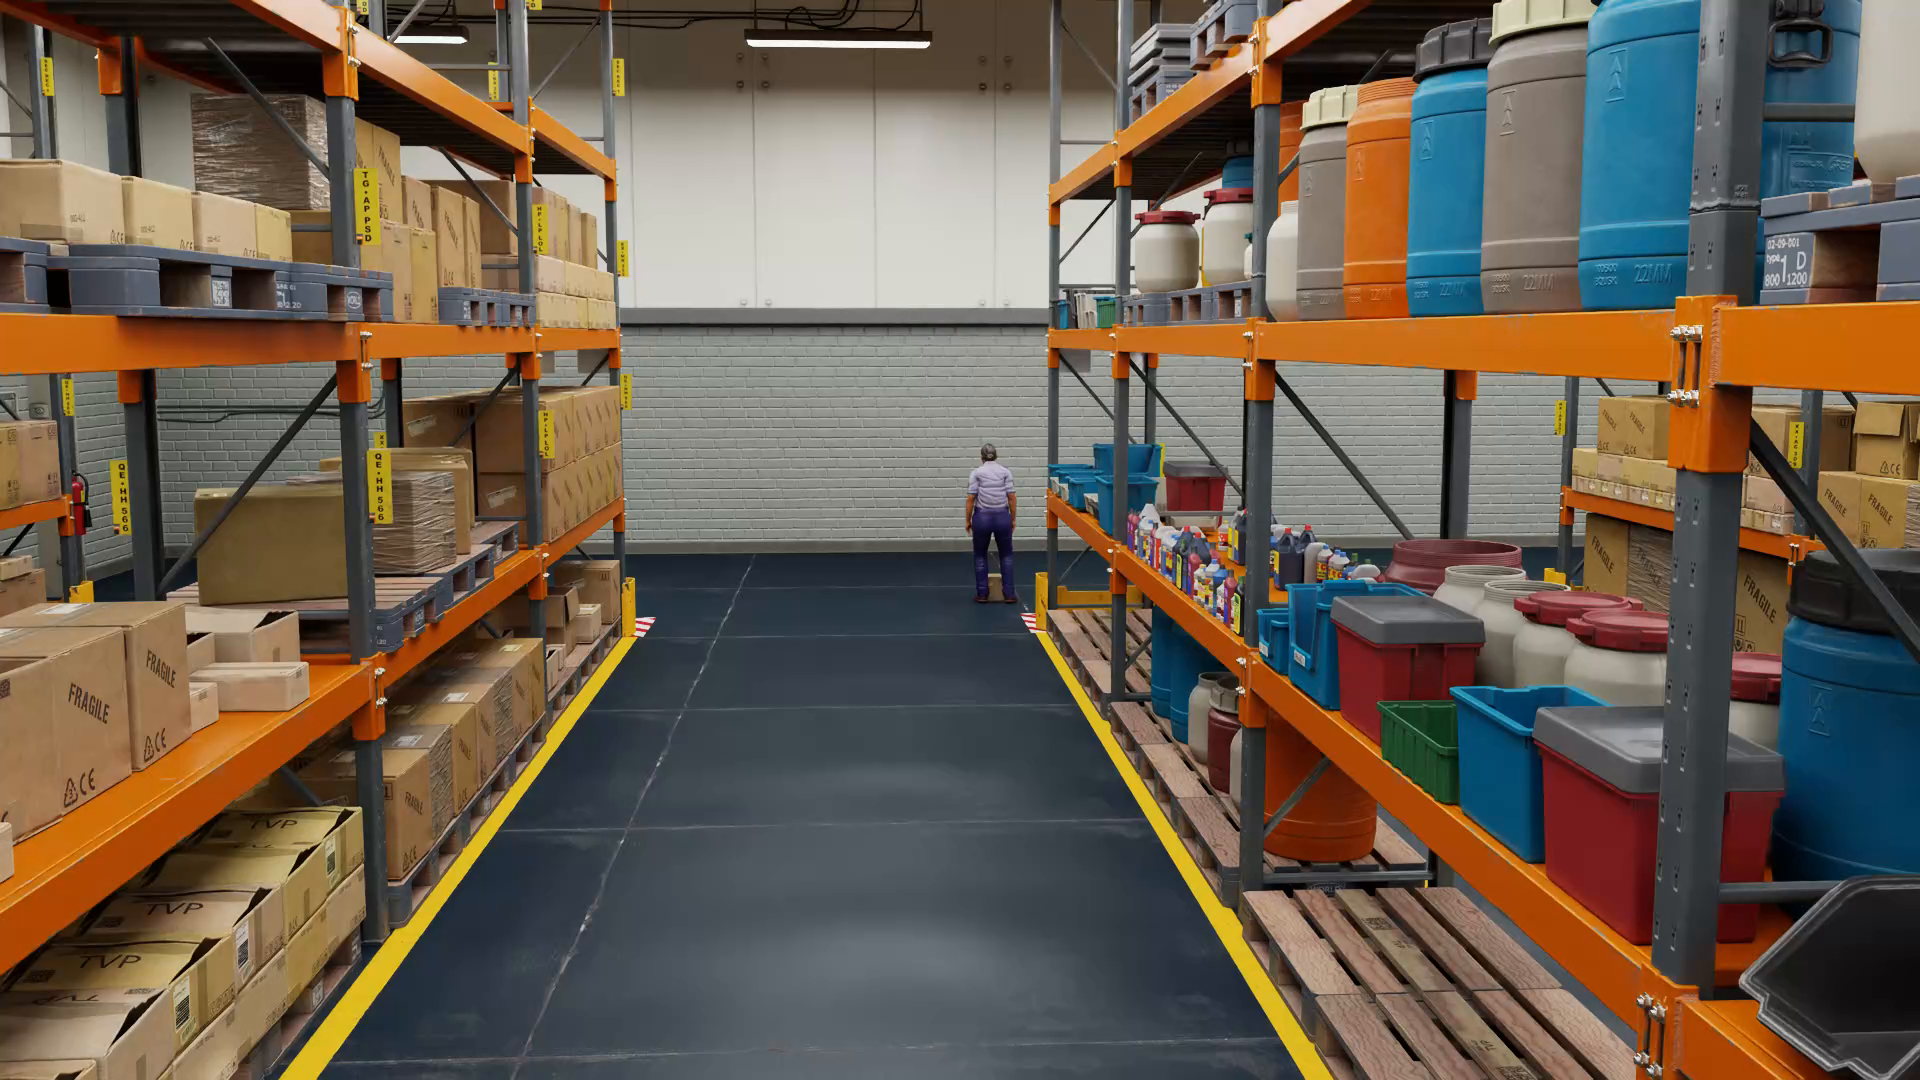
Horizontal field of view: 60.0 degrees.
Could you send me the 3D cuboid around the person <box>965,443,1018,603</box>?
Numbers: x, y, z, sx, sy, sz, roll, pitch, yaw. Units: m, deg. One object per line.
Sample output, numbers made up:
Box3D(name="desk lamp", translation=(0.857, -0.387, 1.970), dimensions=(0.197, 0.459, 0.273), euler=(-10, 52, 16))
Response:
Box3D(name="person", translation=(0.332, -0.172, 17.201), dimensions=(0.563, 1.649, 0.418), euler=(-1, 7, -6))
